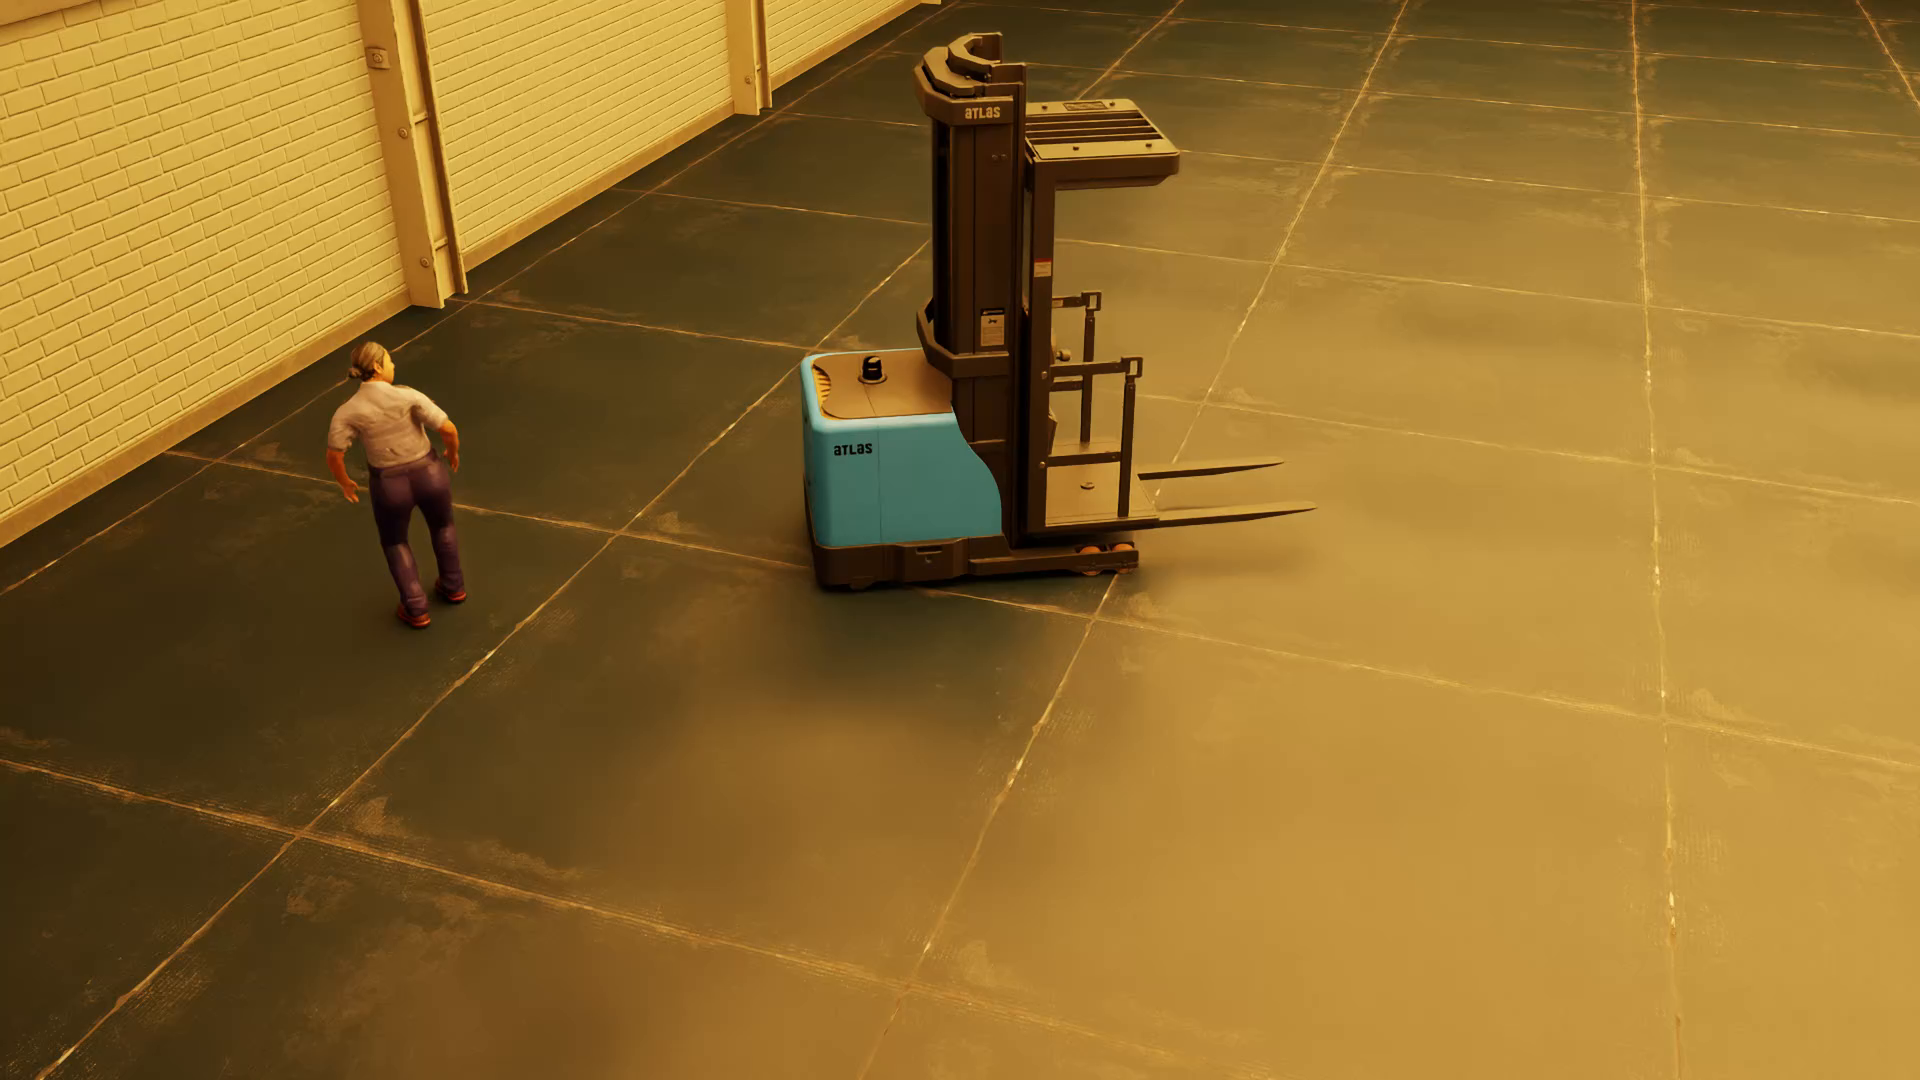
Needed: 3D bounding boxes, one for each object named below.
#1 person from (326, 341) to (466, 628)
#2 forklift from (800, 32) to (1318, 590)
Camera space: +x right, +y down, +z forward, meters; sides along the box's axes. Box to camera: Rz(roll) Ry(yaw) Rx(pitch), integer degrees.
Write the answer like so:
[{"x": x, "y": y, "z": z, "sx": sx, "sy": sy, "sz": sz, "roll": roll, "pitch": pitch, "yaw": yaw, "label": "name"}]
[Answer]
[{"x": -3.051, "y": -0.319, "z": 9.021, "sx": 0.675, "sy": 1.628, "sz": 0.485, "roll": -13, "pitch": 32, "yaw": -22, "label": "person"}, {"x": 0.603, "y": -1.321, "z": 9.453, "sx": 3.031, "sy": 2.935, "sz": 1.130, "roll": -5, "pitch": 30, "yaw": -8, "label": "forklift"}]
